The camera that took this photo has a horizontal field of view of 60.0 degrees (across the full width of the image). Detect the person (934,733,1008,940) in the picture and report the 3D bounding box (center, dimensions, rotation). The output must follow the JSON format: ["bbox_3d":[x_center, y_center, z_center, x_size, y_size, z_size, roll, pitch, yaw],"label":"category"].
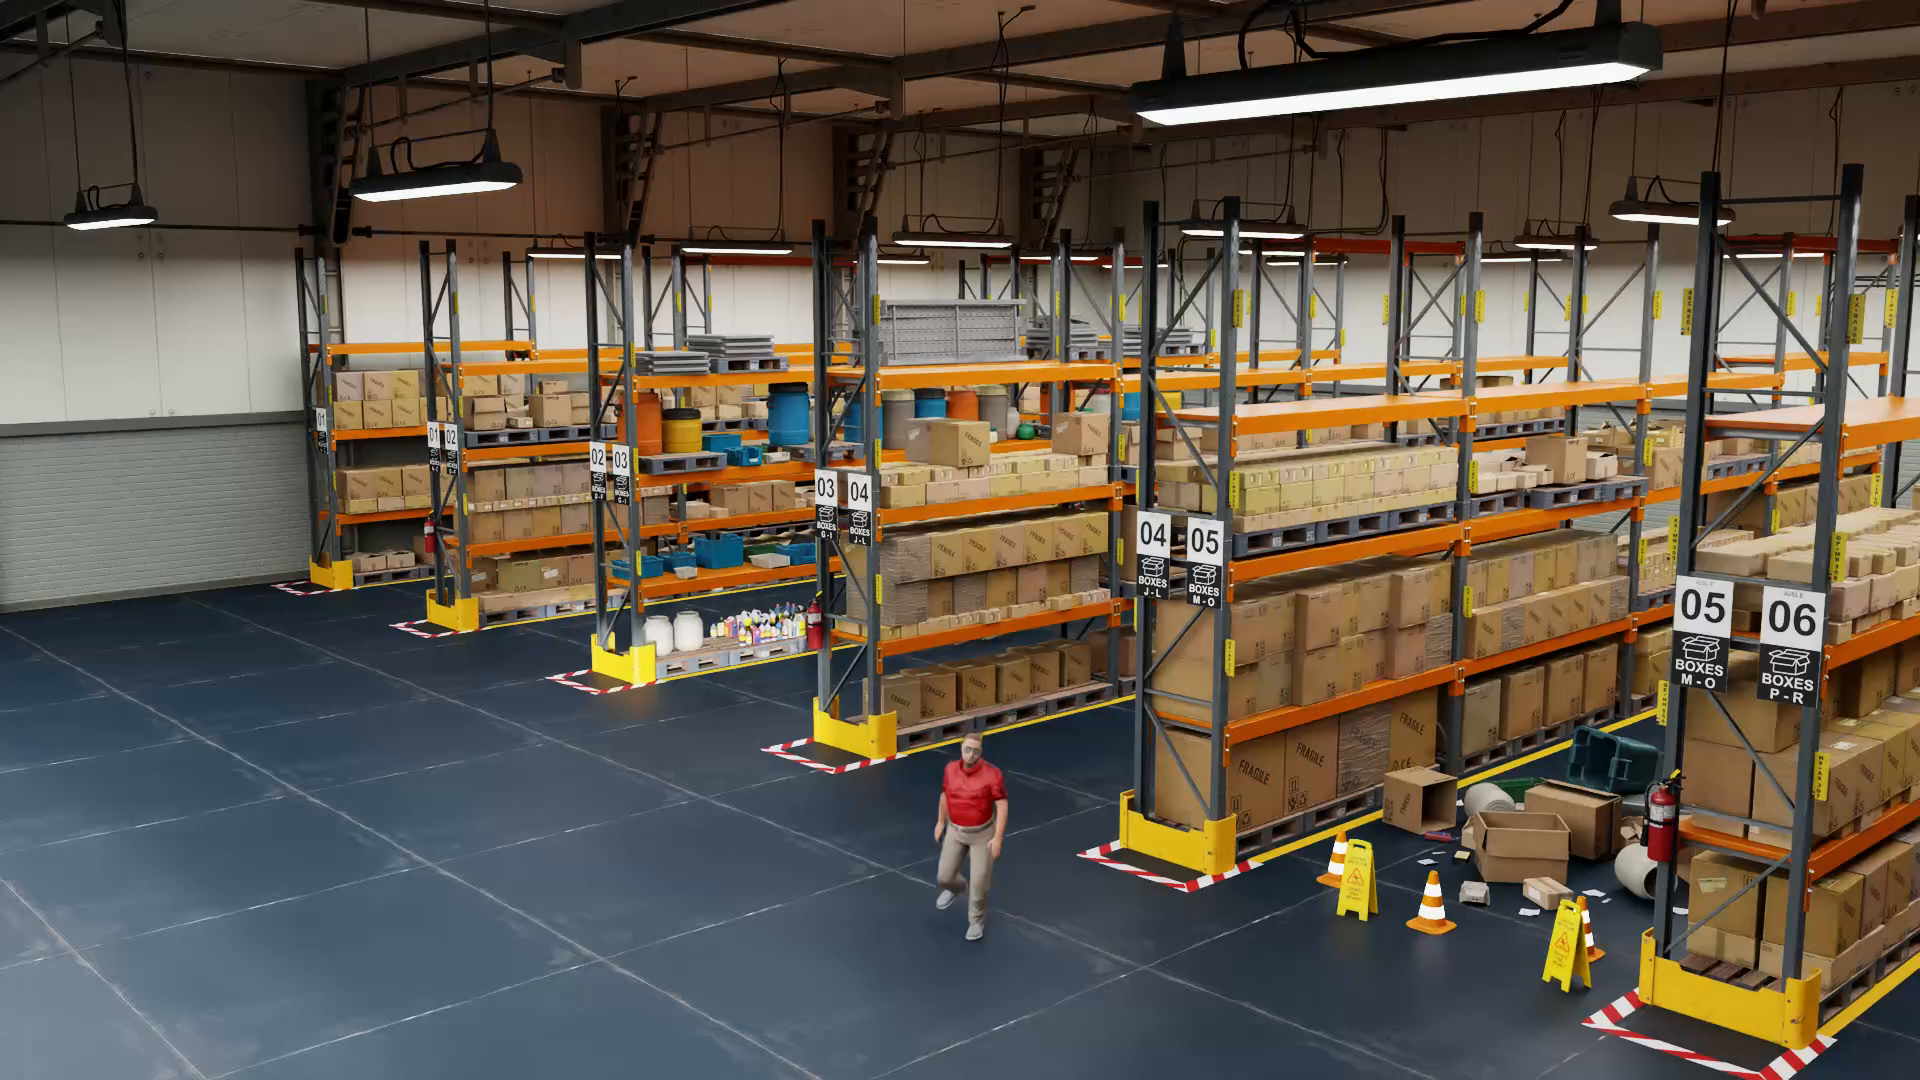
[{"bbox_3d":[0.084,2.361,13.513,0.712,1.698,0.696,3,9,18],"label":"person"}]

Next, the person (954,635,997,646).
[{"bbox_3d":[0.152,0.792,24.525,1.126,1.561,0.672,-7,11,-39],"label":"person"}]
